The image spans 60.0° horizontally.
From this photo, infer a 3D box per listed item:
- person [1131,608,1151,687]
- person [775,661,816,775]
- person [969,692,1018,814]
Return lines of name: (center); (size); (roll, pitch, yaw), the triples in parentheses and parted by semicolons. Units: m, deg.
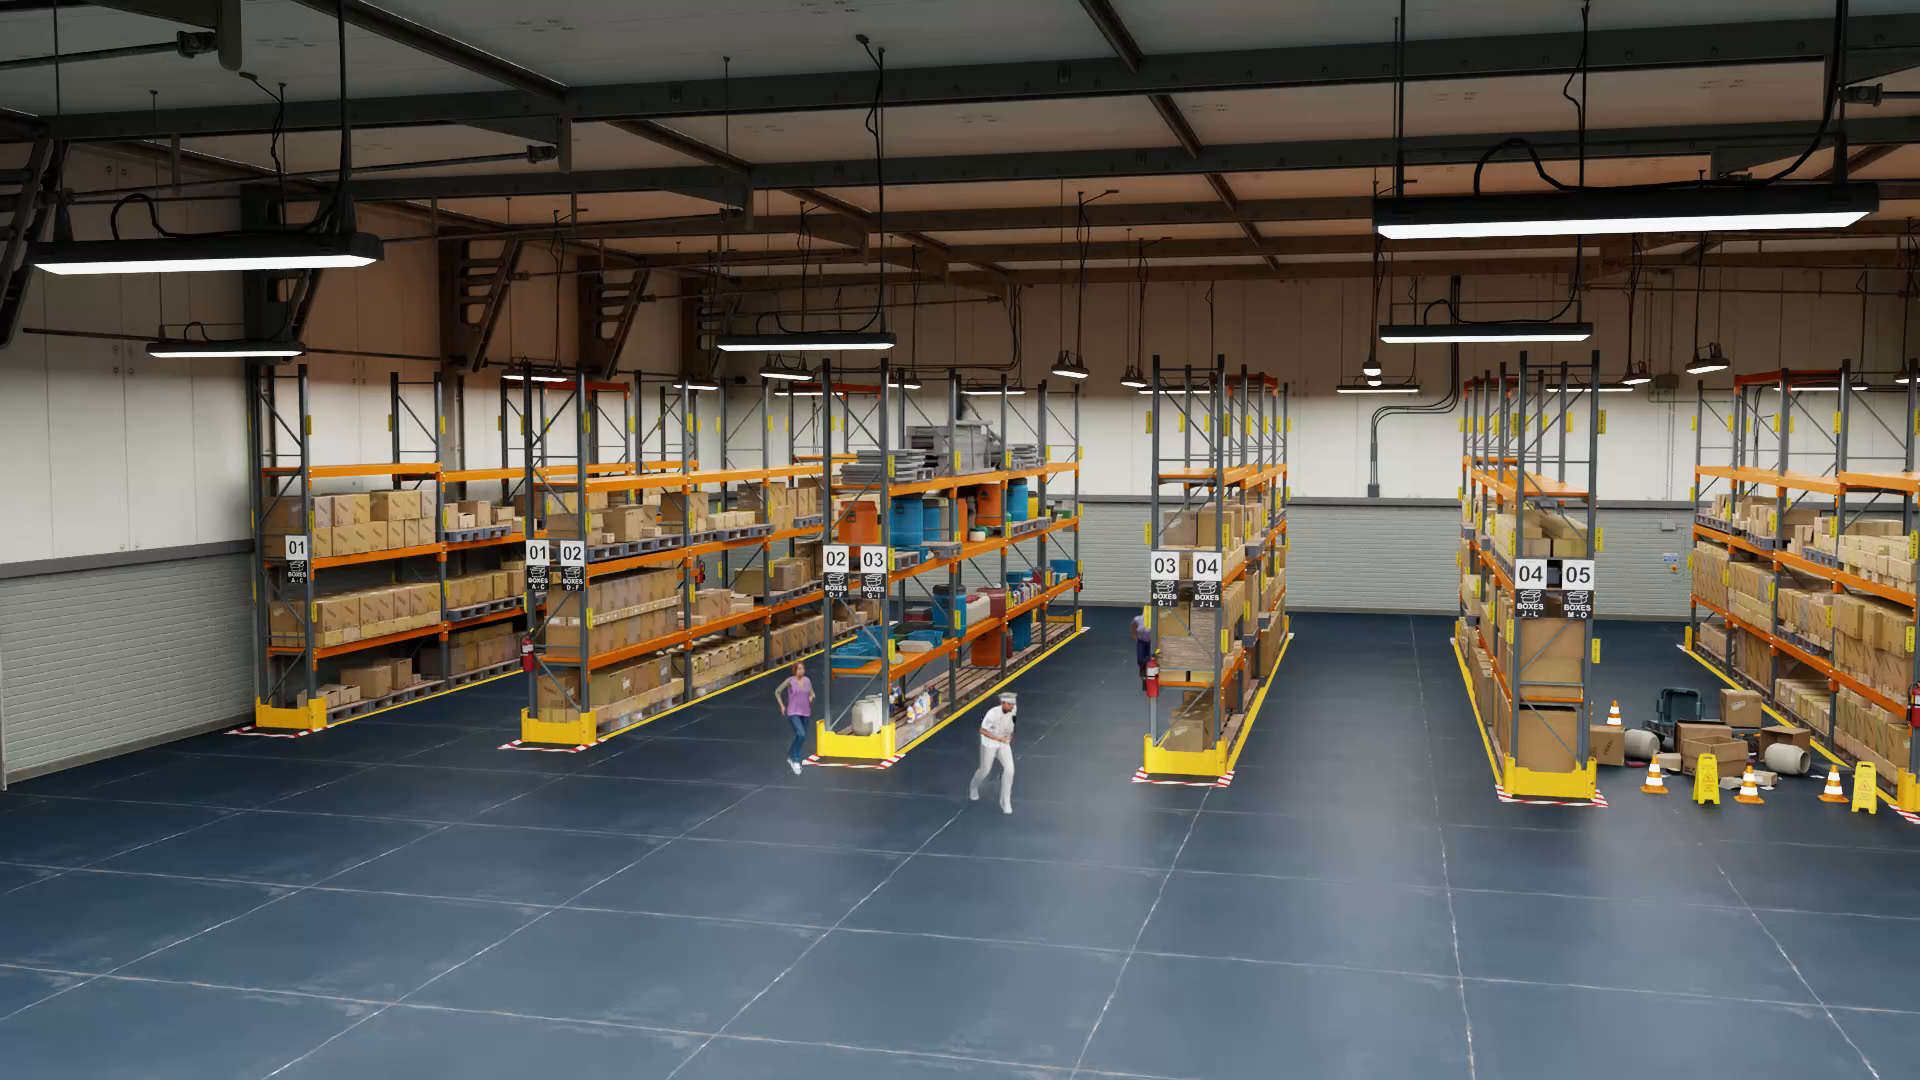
person: (3.555, 2.041, 31.797); (0.592, 1.563, 0.642); (0, 4, 6)
person: (-2.331, 2.552, 23.952); (0.505, 1.623, 0.688); (-3, 5, -38)
person: (0.438, 2.744, 21.760); (0.619, 1.624, 0.981); (-3, 5, -34)
